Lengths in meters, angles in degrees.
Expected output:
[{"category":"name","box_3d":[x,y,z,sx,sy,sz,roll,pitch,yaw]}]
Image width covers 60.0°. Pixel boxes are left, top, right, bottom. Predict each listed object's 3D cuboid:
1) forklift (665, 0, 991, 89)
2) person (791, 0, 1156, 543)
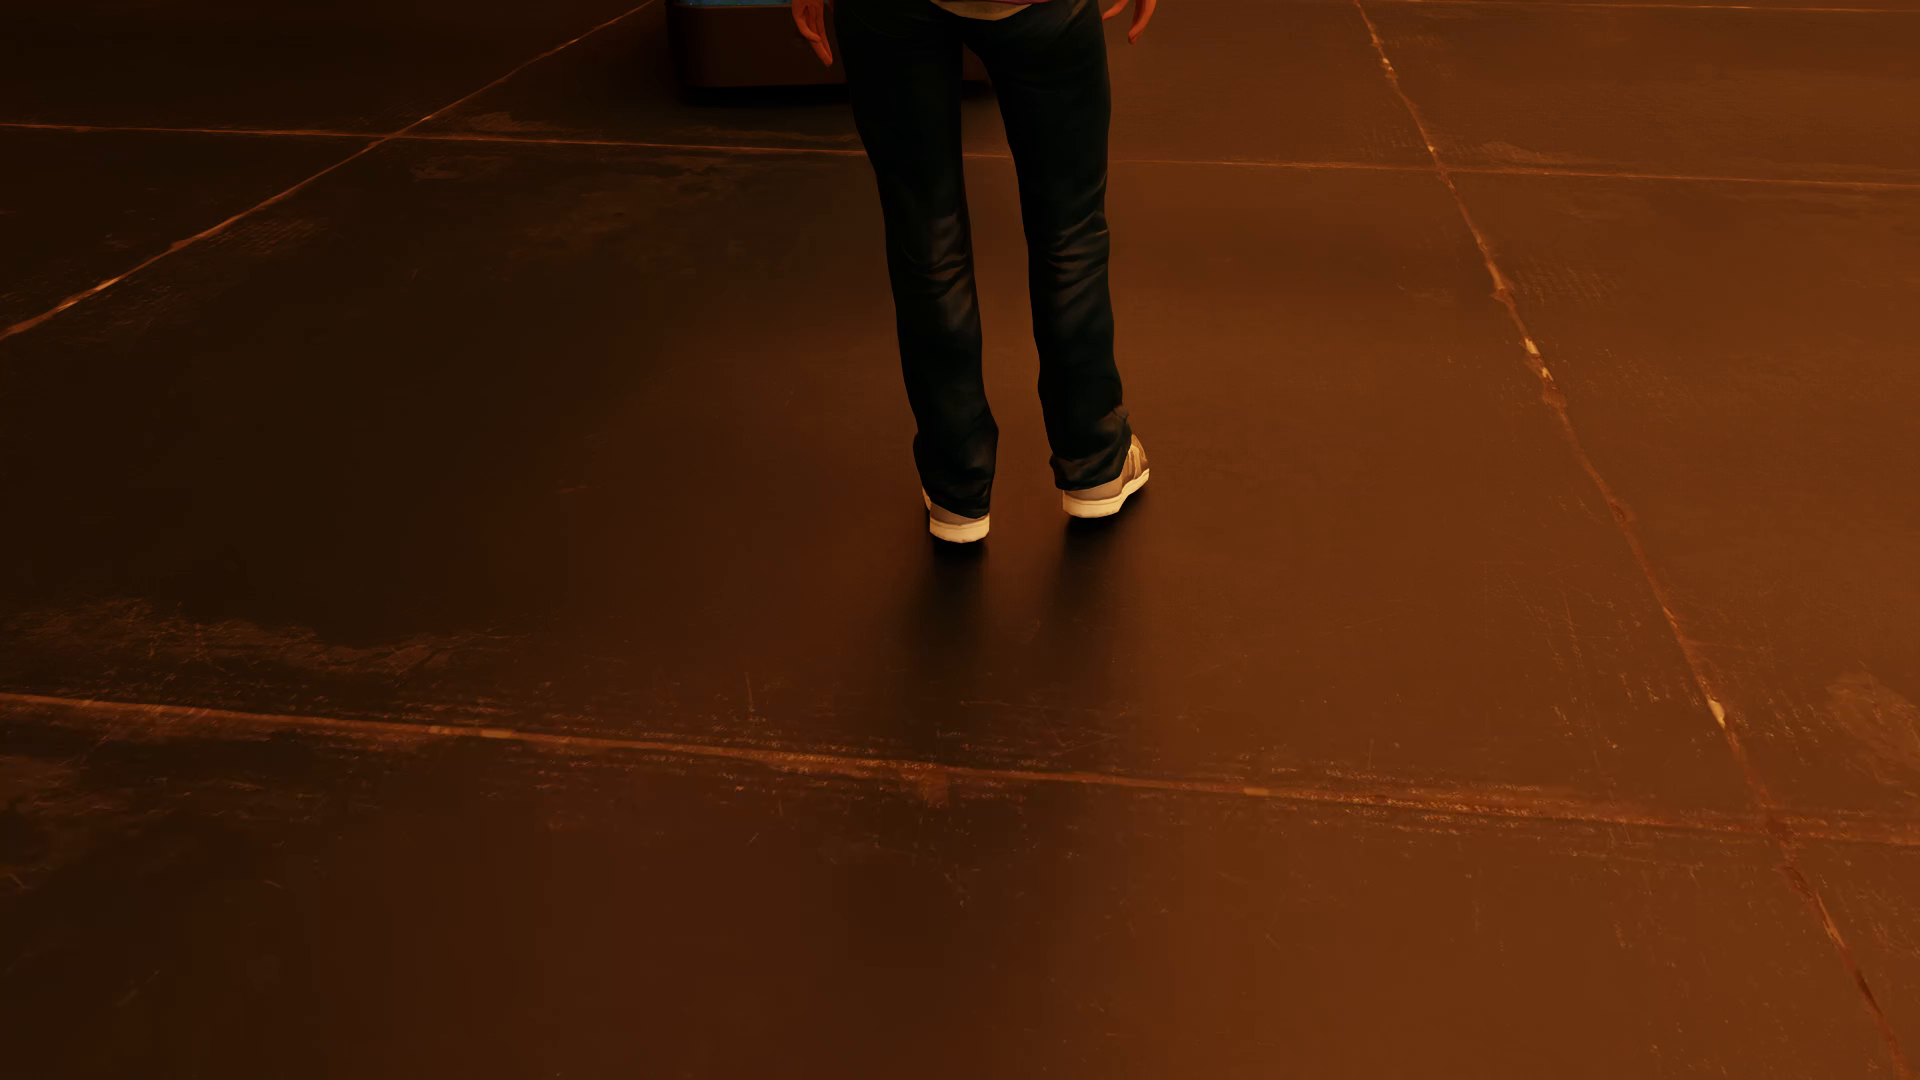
[{"category":"forklift","box_3d":[-0.553,-3.341,5.914,1.130,2.935,3.031,-4,27,-7]},{"category":"person","box_3d":[0.024,-0.746,2.207,0.520,1.582,0.476,3,27,7]}]
